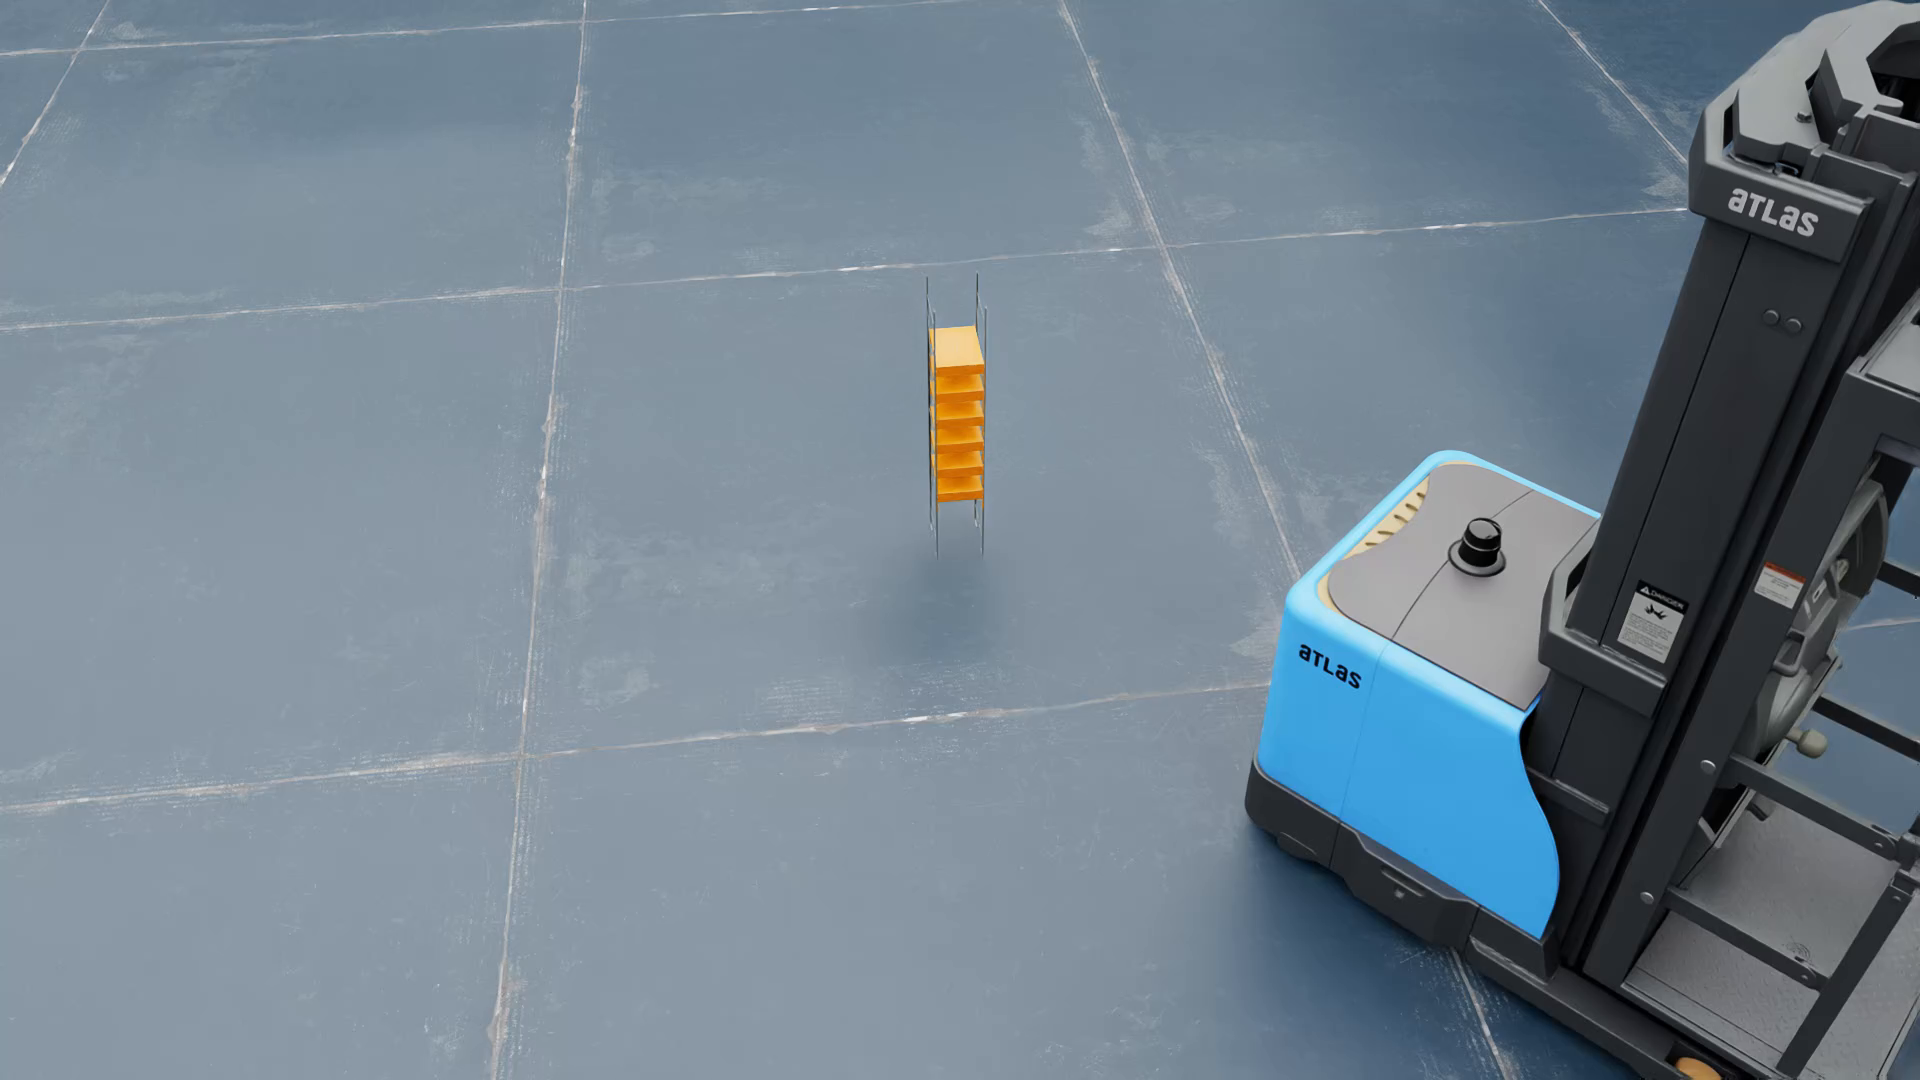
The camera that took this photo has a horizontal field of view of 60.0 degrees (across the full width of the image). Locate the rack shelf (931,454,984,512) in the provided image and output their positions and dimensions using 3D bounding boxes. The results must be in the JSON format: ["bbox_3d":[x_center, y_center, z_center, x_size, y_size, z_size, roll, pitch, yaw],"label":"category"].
[{"bbox_3d":[-0.014,-0.233,6.537,0.180,0.103,0.258,-5,42,-6],"label":"rack shelf"}]

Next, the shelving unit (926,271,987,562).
[{"bbox_3d":[-0.014,-0.444,6.347,0.189,1.200,0.258,-5,42,-6],"label":"shelving unit"}]

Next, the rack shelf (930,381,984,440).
[{"bbox_3d":[-0.014,-0.500,6.296,0.180,0.103,0.258,-5,42,-6],"label":"rack shelf"}]

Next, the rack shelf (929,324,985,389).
[{"bbox_3d":[-0.014,-0.679,6.135,0.180,0.103,0.258,-5,42,-6],"label":"rack shelf"}]

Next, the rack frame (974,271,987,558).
[{"bbox_3d":[0.076,-0.452,6.356,0.006,1.200,0.240,-5,42,-6],"label":"rack frame"}]

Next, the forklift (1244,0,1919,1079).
[{"bbox_3d":[2.408,0.277,4.254,3.031,2.935,1.130,30,50,29],"label":"forklift"}]

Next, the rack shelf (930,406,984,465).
[{"bbox_3d":[-0.014,-0.411,6.376,0.180,0.103,0.258,-5,42,-6],"label":"rack shelf"}]

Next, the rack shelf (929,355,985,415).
[{"bbox_3d":[-0.014,-0.589,6.216,0.180,0.103,0.258,-5,42,-6],"label":"rack shelf"}]

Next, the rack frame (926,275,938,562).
[{"bbox_3d":[-0.105,-0.436,6.338,0.006,1.200,0.240,-5,42,-6],"label":"rack frame"}]

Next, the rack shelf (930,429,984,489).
[{"bbox_3d":[-0.014,-0.322,6.457,0.180,0.103,0.258,-5,42,-6],"label":"rack shelf"}]
